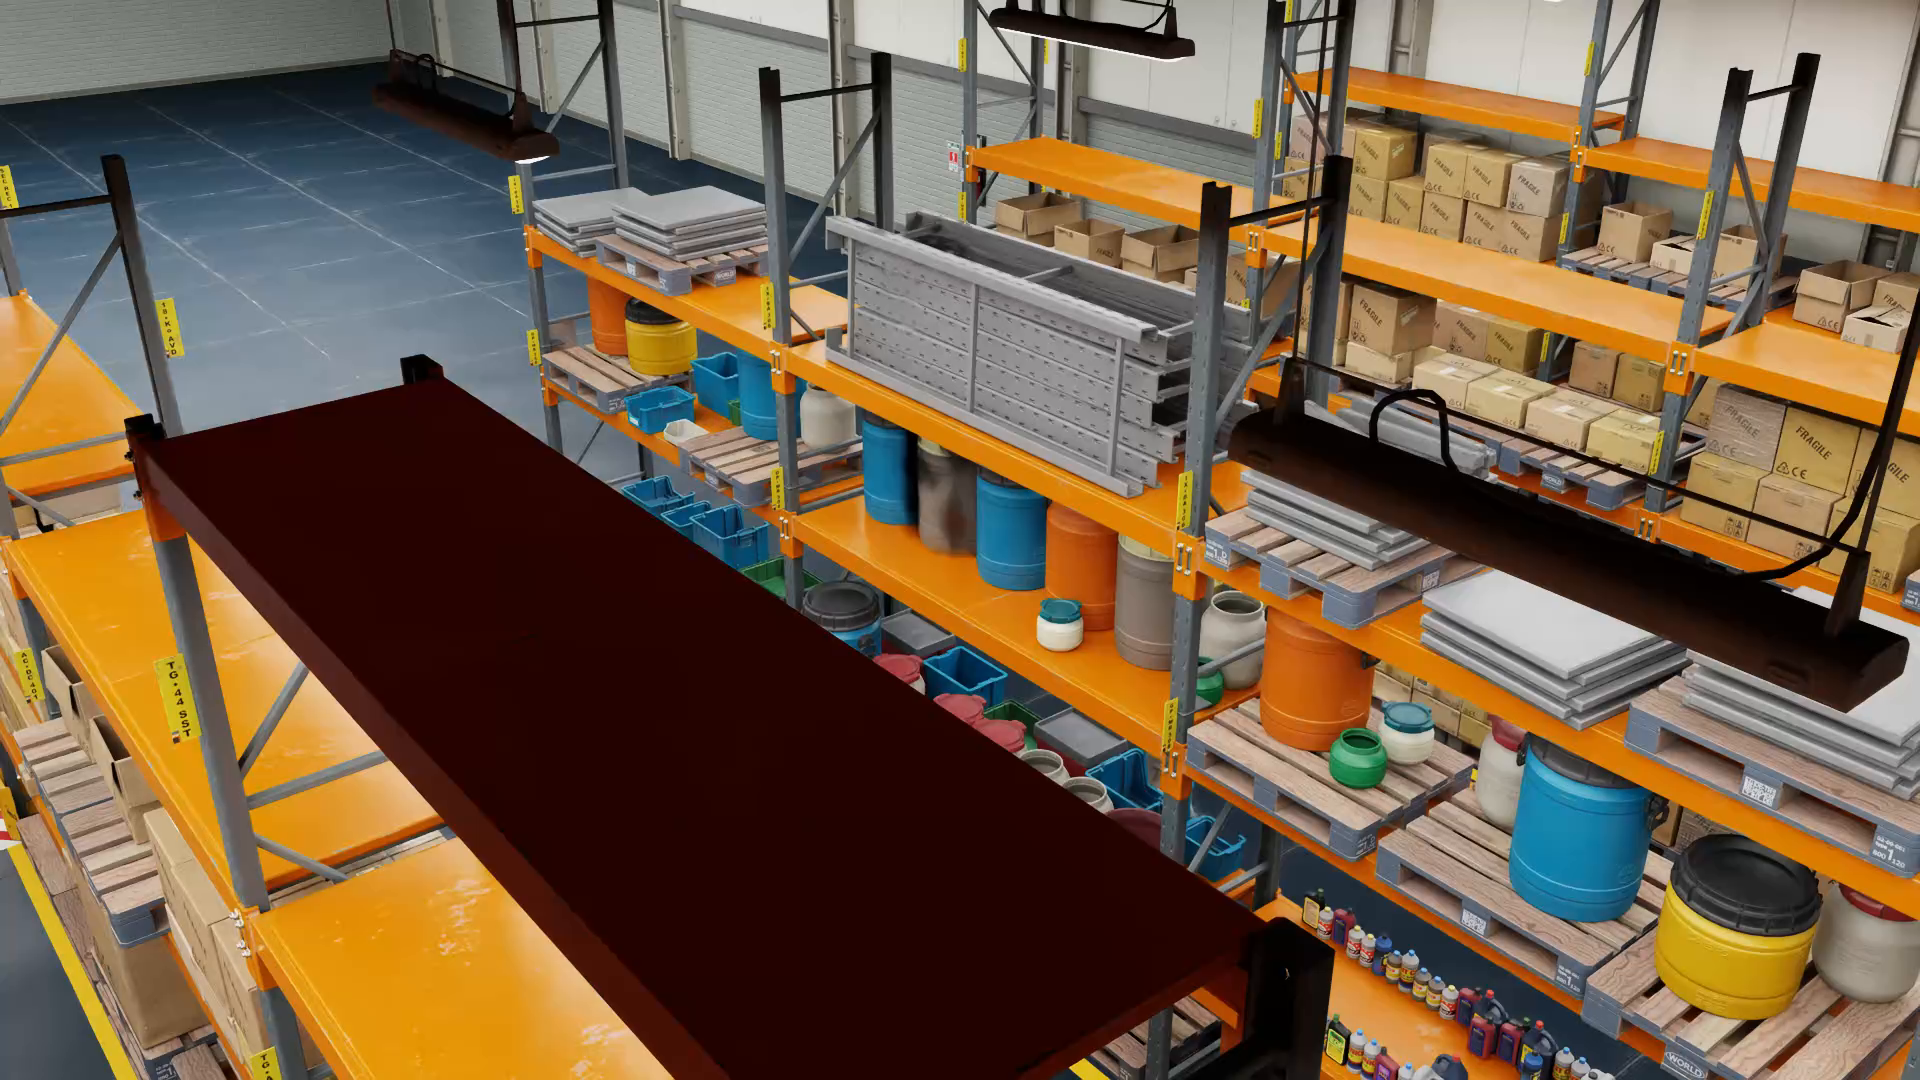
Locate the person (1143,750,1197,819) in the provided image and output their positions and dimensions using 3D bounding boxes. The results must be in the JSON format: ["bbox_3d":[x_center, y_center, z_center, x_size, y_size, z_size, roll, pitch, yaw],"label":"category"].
[{"bbox_3d":[1.599,1.579,13.004,0.651,1.742,0.593,-21,33,-36],"label":"person"}]
